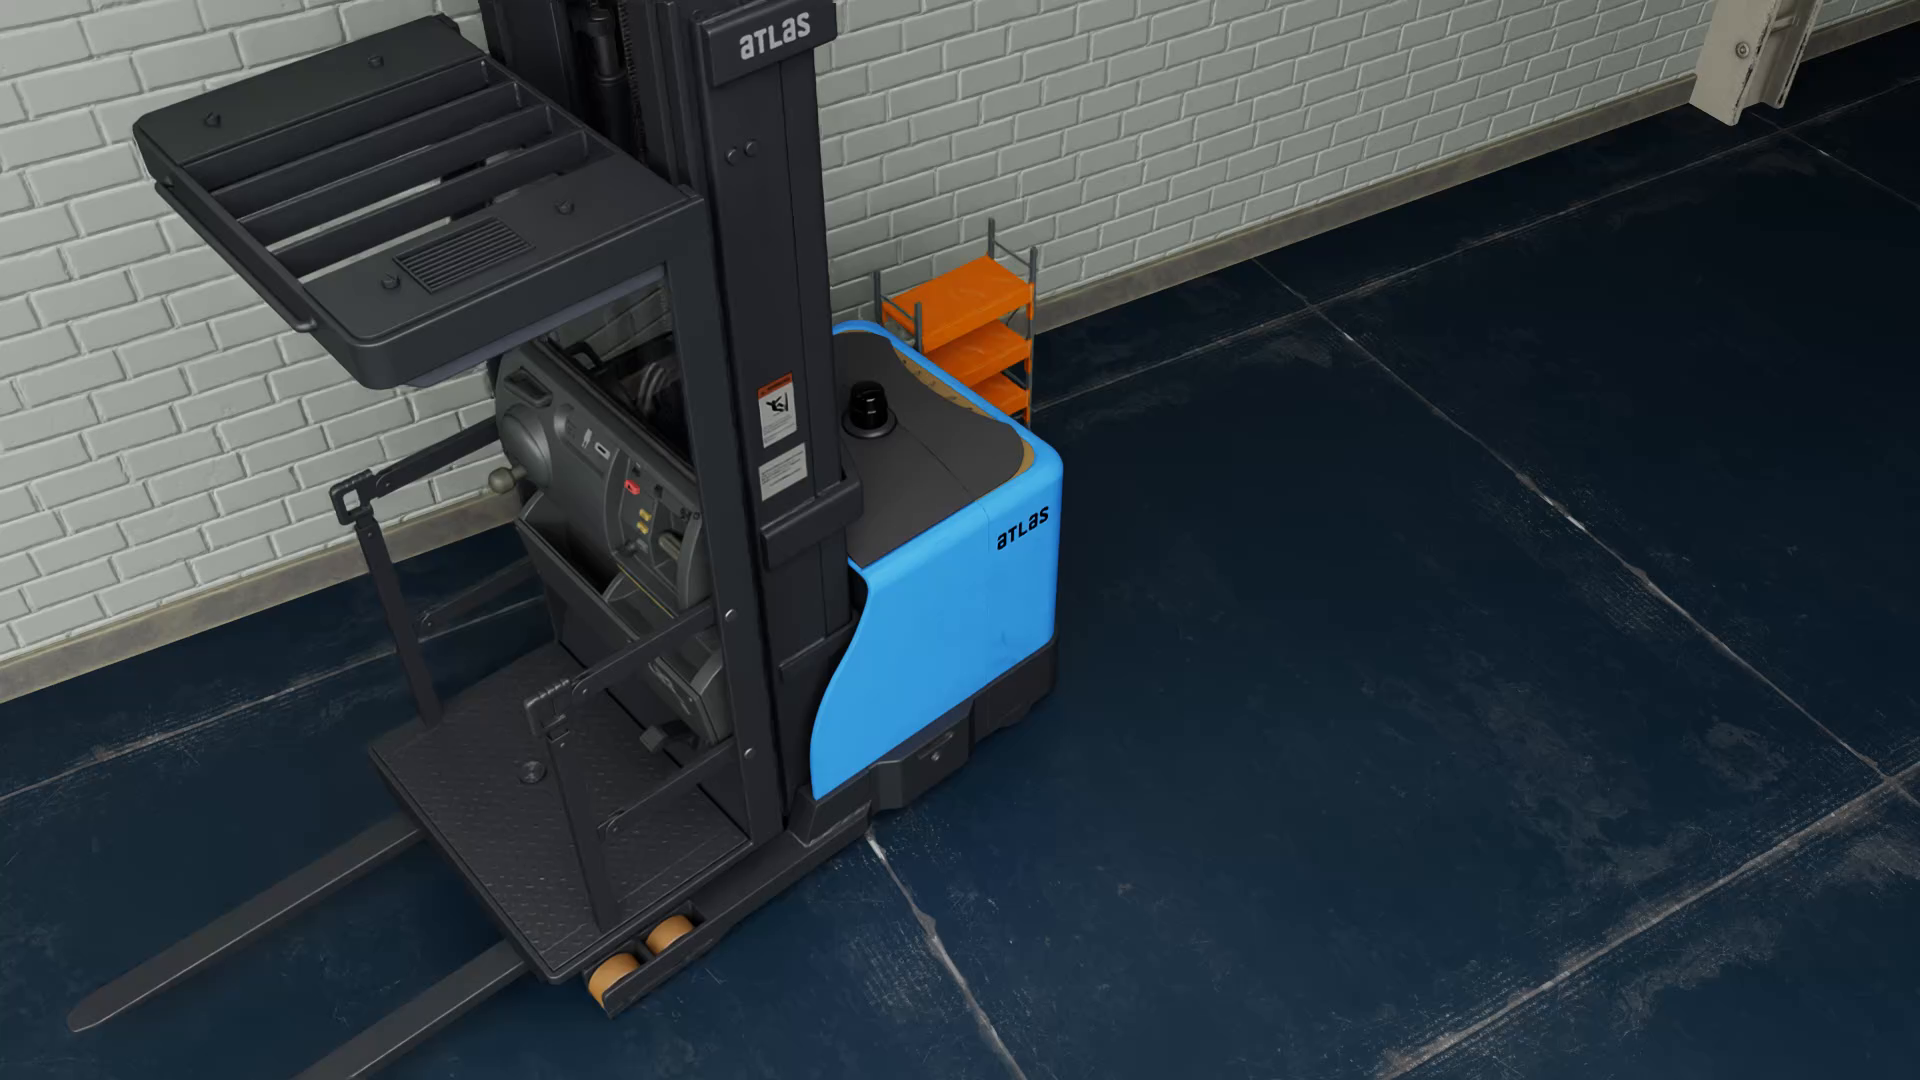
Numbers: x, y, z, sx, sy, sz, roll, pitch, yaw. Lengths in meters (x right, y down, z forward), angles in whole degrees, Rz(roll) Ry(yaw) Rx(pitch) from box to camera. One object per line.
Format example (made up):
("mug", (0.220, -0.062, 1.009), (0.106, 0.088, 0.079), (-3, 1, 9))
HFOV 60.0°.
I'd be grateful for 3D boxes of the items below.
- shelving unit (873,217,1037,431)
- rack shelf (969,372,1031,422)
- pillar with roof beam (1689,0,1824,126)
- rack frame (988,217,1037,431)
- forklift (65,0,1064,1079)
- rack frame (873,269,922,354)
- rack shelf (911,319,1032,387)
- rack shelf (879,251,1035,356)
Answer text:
("shelving unit", (-0.013, -0.493, 5.897), (0.503, 1.200, 0.258), (-29, 51, -27))
("rack shelf", (-0.013, -0.445, 5.944), (0.480, 0.148, 0.258), (-29, 51, -27))
("pillar with roof beam", (6.134, -2.884, 2.761), (0.400, 9.000, 9.100), (-22, 48, -21))
("rack frame", (0.177, -0.600, 6.007), (0.015, 1.200, 0.240), (-29, 51, -27))
("forklift", (-1.110, -0.102, 4.250), (3.031, 2.935, 1.130), (-32, 52, -28))
("rack frame", (-0.203, -0.387, 5.787), (0.015, 1.200, 0.240), (-29, 51, -27))
("rack shelf", (-0.013, -0.606, 5.788), (0.480, 0.148, 0.258), (-29, 51, -27))
("rack shelf", (-0.013, -0.775, 5.623), (0.480, 0.148, 0.258), (-29, 51, -27))
